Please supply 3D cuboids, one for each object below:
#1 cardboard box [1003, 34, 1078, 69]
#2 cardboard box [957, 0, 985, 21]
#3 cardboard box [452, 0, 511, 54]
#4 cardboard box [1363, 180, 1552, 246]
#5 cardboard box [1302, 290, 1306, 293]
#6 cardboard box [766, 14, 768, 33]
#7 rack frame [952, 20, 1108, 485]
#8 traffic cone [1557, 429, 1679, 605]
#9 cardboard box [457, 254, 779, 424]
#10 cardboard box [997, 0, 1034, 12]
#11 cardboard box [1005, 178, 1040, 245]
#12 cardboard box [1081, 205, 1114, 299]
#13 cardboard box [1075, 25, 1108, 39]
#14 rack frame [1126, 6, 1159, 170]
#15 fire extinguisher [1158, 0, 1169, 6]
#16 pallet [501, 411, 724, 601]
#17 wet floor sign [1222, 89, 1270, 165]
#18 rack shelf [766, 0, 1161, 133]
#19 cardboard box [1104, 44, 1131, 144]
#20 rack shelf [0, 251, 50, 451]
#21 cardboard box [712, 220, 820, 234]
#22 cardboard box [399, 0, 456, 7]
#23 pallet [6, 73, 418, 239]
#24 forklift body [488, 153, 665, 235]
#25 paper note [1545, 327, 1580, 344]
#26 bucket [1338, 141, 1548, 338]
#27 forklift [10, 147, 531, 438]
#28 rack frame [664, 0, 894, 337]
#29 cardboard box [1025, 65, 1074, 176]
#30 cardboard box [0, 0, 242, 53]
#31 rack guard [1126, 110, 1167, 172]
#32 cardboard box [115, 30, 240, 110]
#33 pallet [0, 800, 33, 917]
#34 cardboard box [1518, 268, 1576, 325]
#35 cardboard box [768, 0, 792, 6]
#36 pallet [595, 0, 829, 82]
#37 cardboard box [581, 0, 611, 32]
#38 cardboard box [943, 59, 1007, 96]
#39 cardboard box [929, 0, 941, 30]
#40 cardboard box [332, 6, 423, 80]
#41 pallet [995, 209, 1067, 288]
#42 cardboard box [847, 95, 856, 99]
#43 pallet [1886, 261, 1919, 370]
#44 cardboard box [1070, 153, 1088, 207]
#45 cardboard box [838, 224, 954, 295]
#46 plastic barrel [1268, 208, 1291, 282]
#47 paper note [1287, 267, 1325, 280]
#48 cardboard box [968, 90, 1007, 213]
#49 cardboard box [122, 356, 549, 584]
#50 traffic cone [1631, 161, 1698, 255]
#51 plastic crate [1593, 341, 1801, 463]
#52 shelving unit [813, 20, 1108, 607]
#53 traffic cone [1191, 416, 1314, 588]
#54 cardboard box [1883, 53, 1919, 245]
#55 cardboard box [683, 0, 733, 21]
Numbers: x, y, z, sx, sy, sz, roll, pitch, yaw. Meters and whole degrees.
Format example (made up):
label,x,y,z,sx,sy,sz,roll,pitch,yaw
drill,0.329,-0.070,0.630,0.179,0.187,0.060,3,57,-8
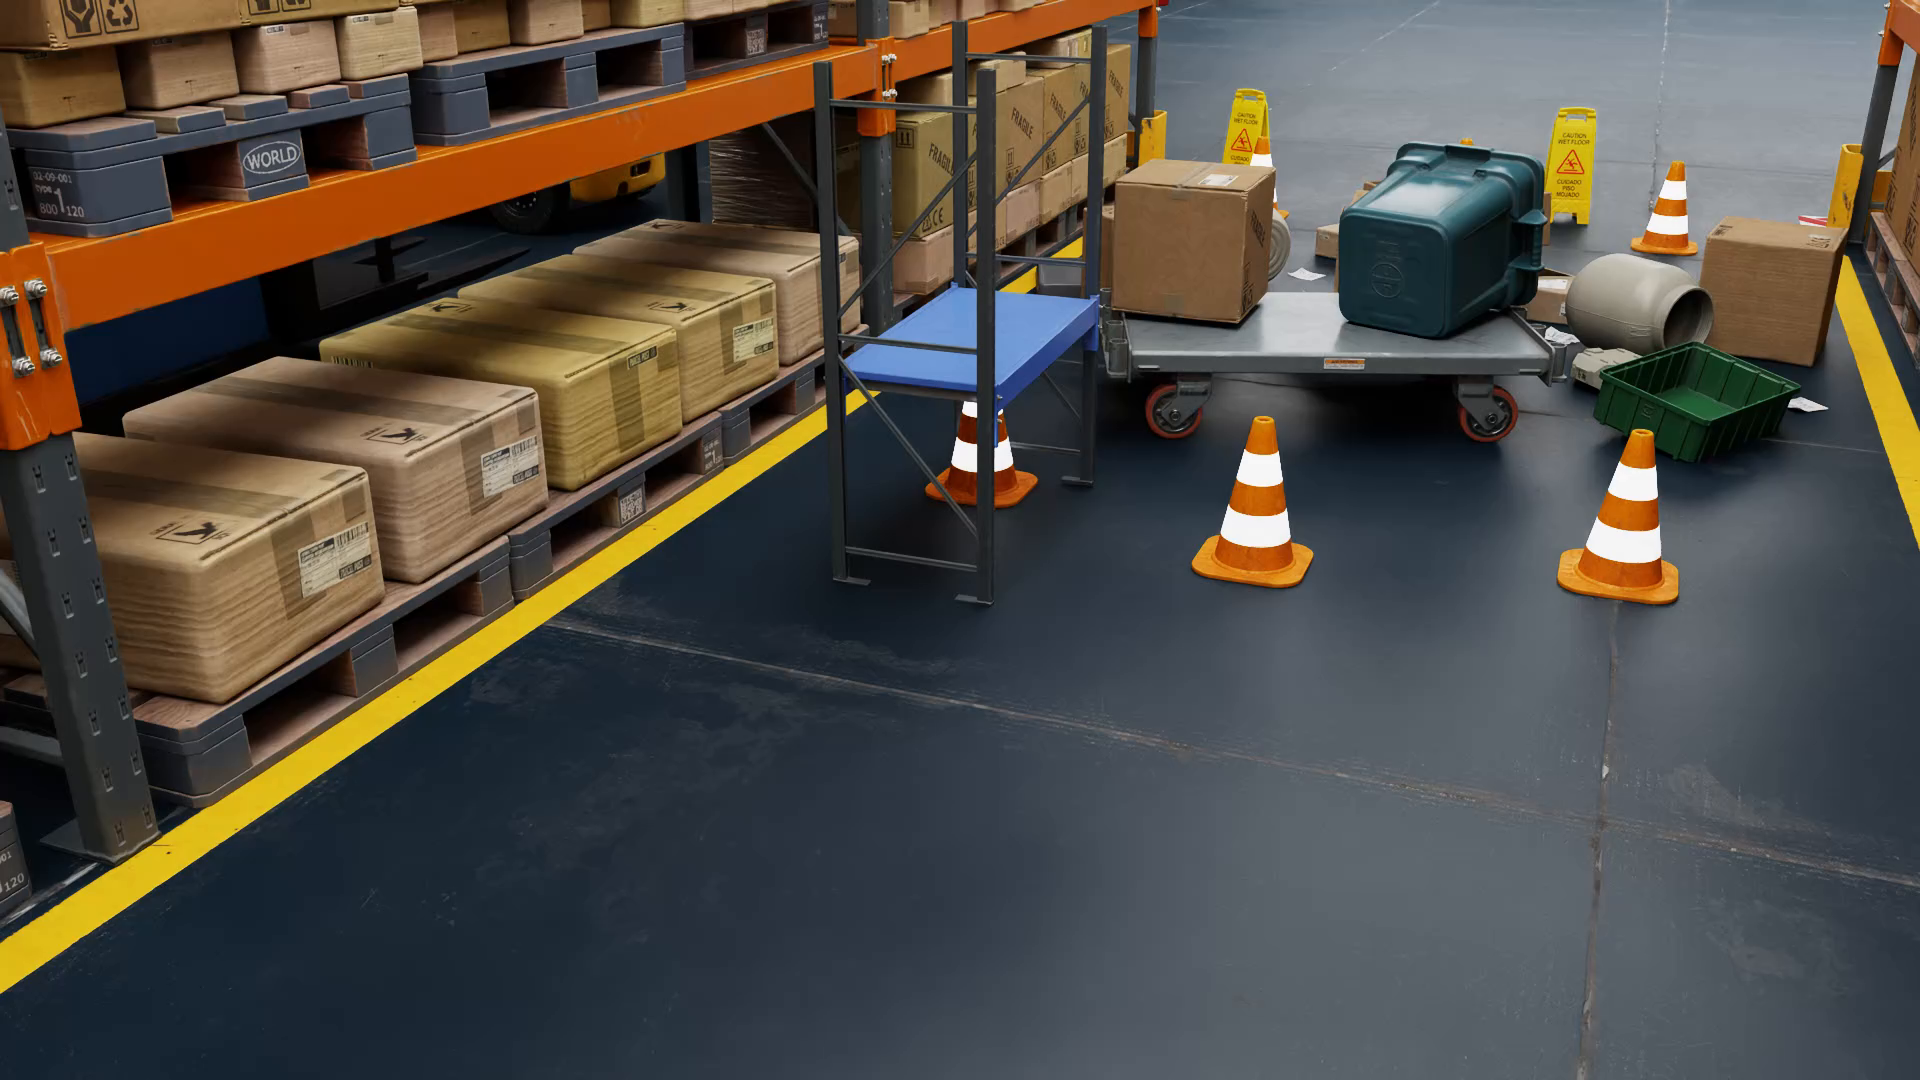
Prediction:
label,x,y,z,sx,sy,sz,roll,pitch,yaw
cardboard box,0.396,-2.560,8.695,0.380,0.149,0.250,10,25,22
cardboard box,-0.110,-2.438,7.522,0.380,0.149,0.250,10,25,22
cardboard box,-1.469,-1.430,4.563,0.380,0.149,0.250,10,25,22
cardboard box,2.419,-1.495,8.177,0.797,0.503,0.637,-7,24,-17
cardboard box,1.531,-0.929,7.131,0.258,0.266,0.396,-7,24,-17
cardboard box,-0.928,-2.250,7.070,0.380,0.149,0.250,9,24,20
rack frame,0.217,-0.915,5.459,0.500,1.500,0.032,8,25,19
traffic cone,1.968,-0.100,4.889,0.336,0.463,0.334,9,24,20
cardboard box,-1.221,-0.742,6.000,0.950,0.372,0.625,10,25,23
cardboard box,0.134,-2.614,7.942,0.380,0.149,0.250,9,24,20
cardboard box,0.087,-1.687,8.420,0.500,0.250,0.500,8,24,19
cardboard box,0.897,-1.243,7.574,0.500,0.500,0.500,-12,25,-26
cardboard box,0.592,-2.744,9.135,0.380,0.149,0.250,10,24,22
rack frame,0.721,-3.638,10.068,1.000,3.000,0.127,9,24,20
fire extinguisher,1.191,-3.577,10.023,0.296,0.674,0.183,9,24,20
pallet,-1.504,-0.203,5.463,1.003,0.211,1.213,9,24,20
wet floor sign,1.785,-2.467,10.318,0.267,0.644,0.232,19,29,38
rack shelf,-0.022,-2.591,8.493,1.077,0.370,4.000,9,24,20
cardboard box,0.666,-2.585,9.597,0.500,0.500,0.500,9,24,20
rack shelf,-2.993,0.272,1.640,1.077,0.370,4.000,9,24,20
cardboard box,-0.795,-1.382,7.689,0.500,0.250,0.500,10,25,22
cardboard box,-1.490,-1.659,4.269,0.500,0.500,0.500,9,24,21
pallet,-2.085,-0.957,3.899,1.213,0.211,1.003,9,24,20
forklift body,-2.899,-3.016,9.680,2.313,2.155,1.214,9,24,20
paper note,2.674,-0.909,7.396,0.172,0.023,0.155,19,29,38
bucket,1.779,-1.104,6.276,0.726,0.611,0.620,19,39,38
forklift,-2.923,-2.063,6.385,1.130,2.935,3.031,8,24,19
rack frame,-0.765,-2.207,6.641,1.000,3.000,0.127,9,24,20
cardboard box,0.281,-2.218,8.719,0.500,0.500,0.500,8,24,19
cardboard box,-1.869,-1.280,3.363,0.500,0.500,0.500,8,24,19
rack guard,0.693,-2.458,10.485,1.175,0.500,0.348,9,24,20
cardboard box,-1.821,-1.039,3.627,0.380,0.149,0.250,7,24,17
pallet,-2.613,0.783,3.102,1.003,0.211,1.213,9,24,20
cardboard box,2.797,-1.151,7.662,0.396,0.266,0.258,13,26,29
cardboard box,-0.814,-1.969,5.854,0.380,0.149,0.250,8,24,18
pallet,-1.184,-1.866,6.073,1.003,0.211,1.213,9,24,20
cardboard box,-1.285,-1.618,5.014,0.380,0.149,0.250,8,24,18
cardboard box,-0.004,-2.170,7.761,0.380,0.149,0.250,10,25,22
cardboard box,-0.304,-2.255,7.084,0.380,0.149,0.250,10,24,22
cardboard box,-1.555,-1.226,4.075,0.380,0.149,0.250,9,24,20
pallet,-0.096,-1.604,8.815,1.003,0.211,1.213,9,24,20
cardboard box,-0.607,-1.910,7.981,0.500,0.500,0.500,9,24,21
pallet,4.675,-0.947,7.242,1.003,0.211,1.213,9,24,20
cardboard box,0.471,-2.051,9.291,0.500,0.250,0.500,9,24,20
cardboard box,-0.295,-1.304,7.503,0.500,0.250,0.500,8,24,18
plastic barrel,1.359,-1.494,8.276,0.421,0.421,0.512,-12,25,-26
paper note,1.763,-1.357,8.474,0.148,0.019,0.142,19,29,38
cardboard box,-0.107,-1.844,7.822,0.500,0.500,0.500,10,25,22
cardboard box,-1.765,-0.223,4.756,0.950,0.372,0.625,8,24,19
traffic cone,3.839,-1.808,8.979,0.336,0.463,0.334,9,24,20
plastic crate,2.717,-0.513,6.160,0.662,0.188,0.450,-17,38,-35
shelving unit,0.037,-0.726,5.023,0.538,1.500,1.048,8,25,19
traffic cone,0.895,-0.145,4.997,0.336,0.463,0.334,9,24,20
cardboard box,5.164,-1.927,8.183,0.875,0.875,0.875,9,24,20
cardboard box,-0.968,-1.780,5.401,0.380,0.149,0.250,9,24,20
